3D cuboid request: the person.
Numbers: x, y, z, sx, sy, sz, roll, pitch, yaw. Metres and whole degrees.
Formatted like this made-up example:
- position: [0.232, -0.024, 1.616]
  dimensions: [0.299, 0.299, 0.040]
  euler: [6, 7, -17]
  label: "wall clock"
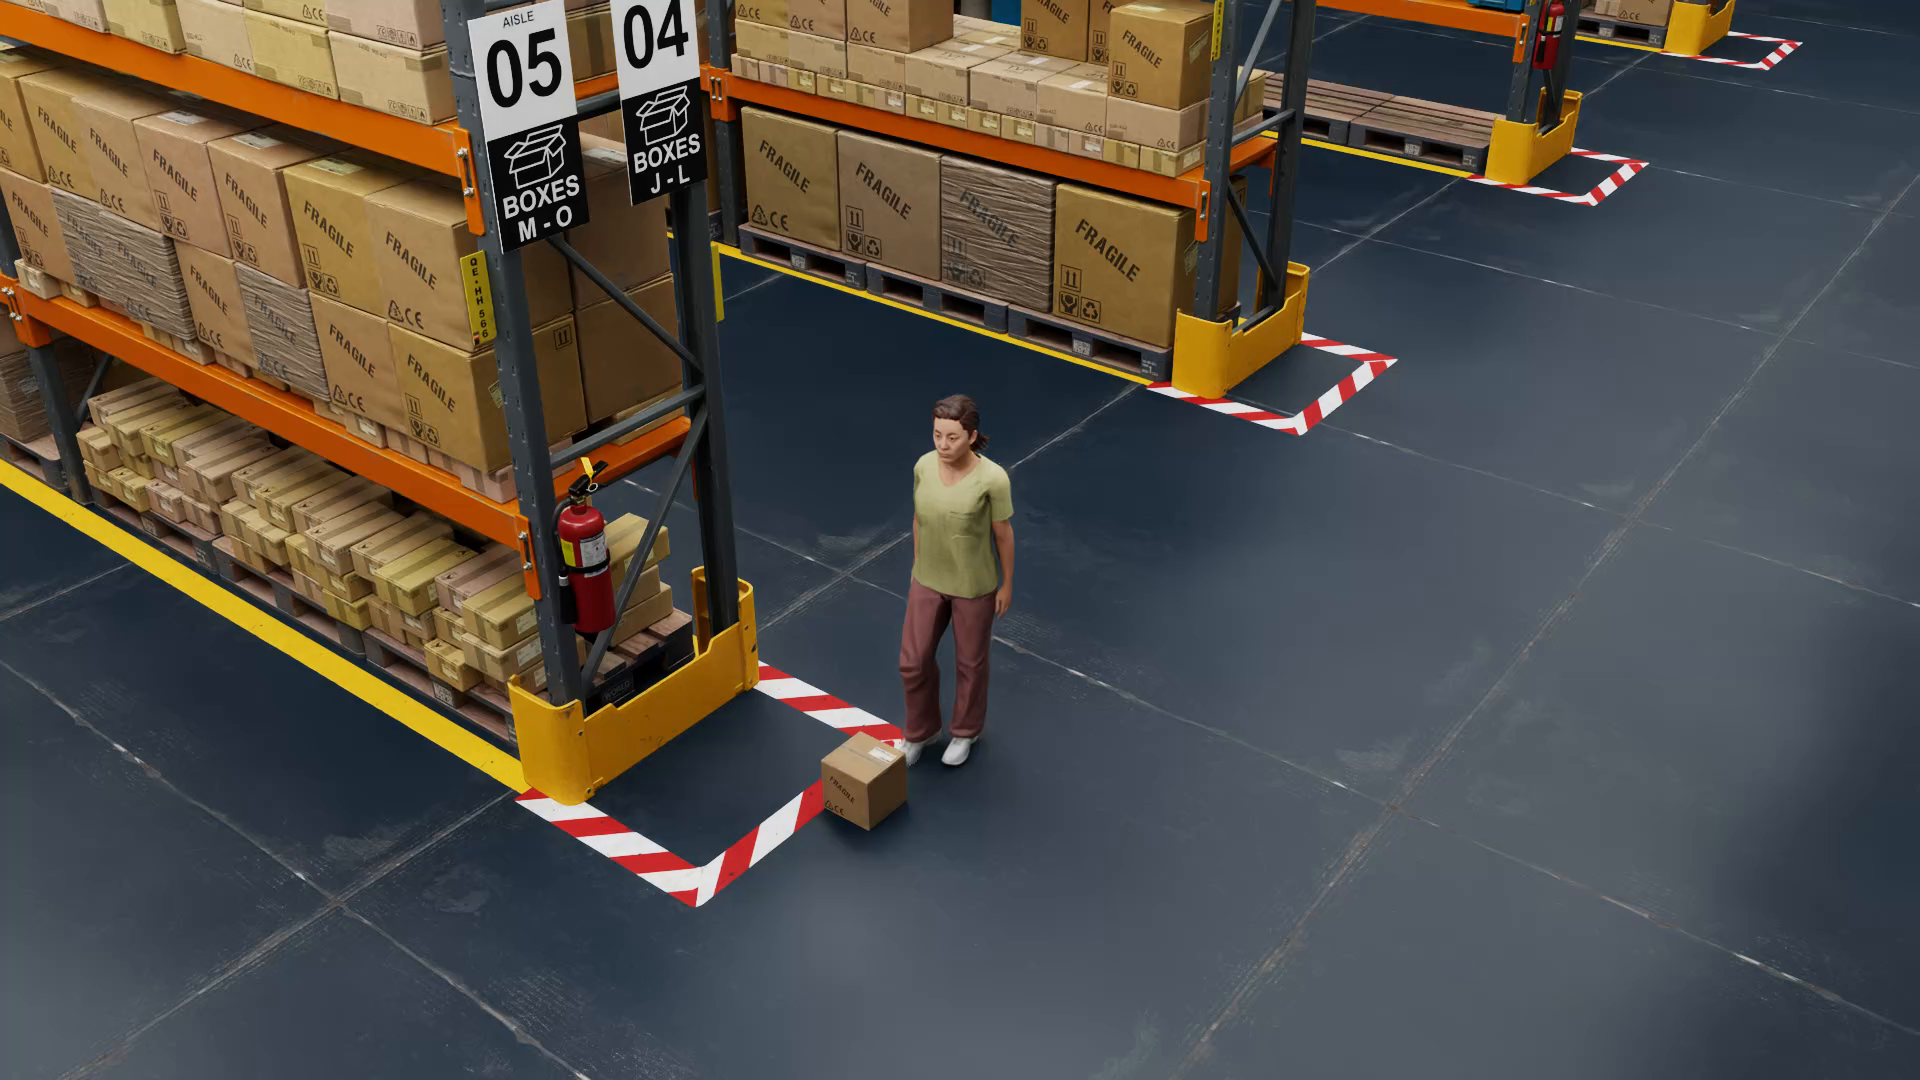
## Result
- position: [-0.024, 0.210, 6.802]
  dimensions: [0.455, 1.699, 0.447]
  euler: [12, 33, 19]
  label: "person"
